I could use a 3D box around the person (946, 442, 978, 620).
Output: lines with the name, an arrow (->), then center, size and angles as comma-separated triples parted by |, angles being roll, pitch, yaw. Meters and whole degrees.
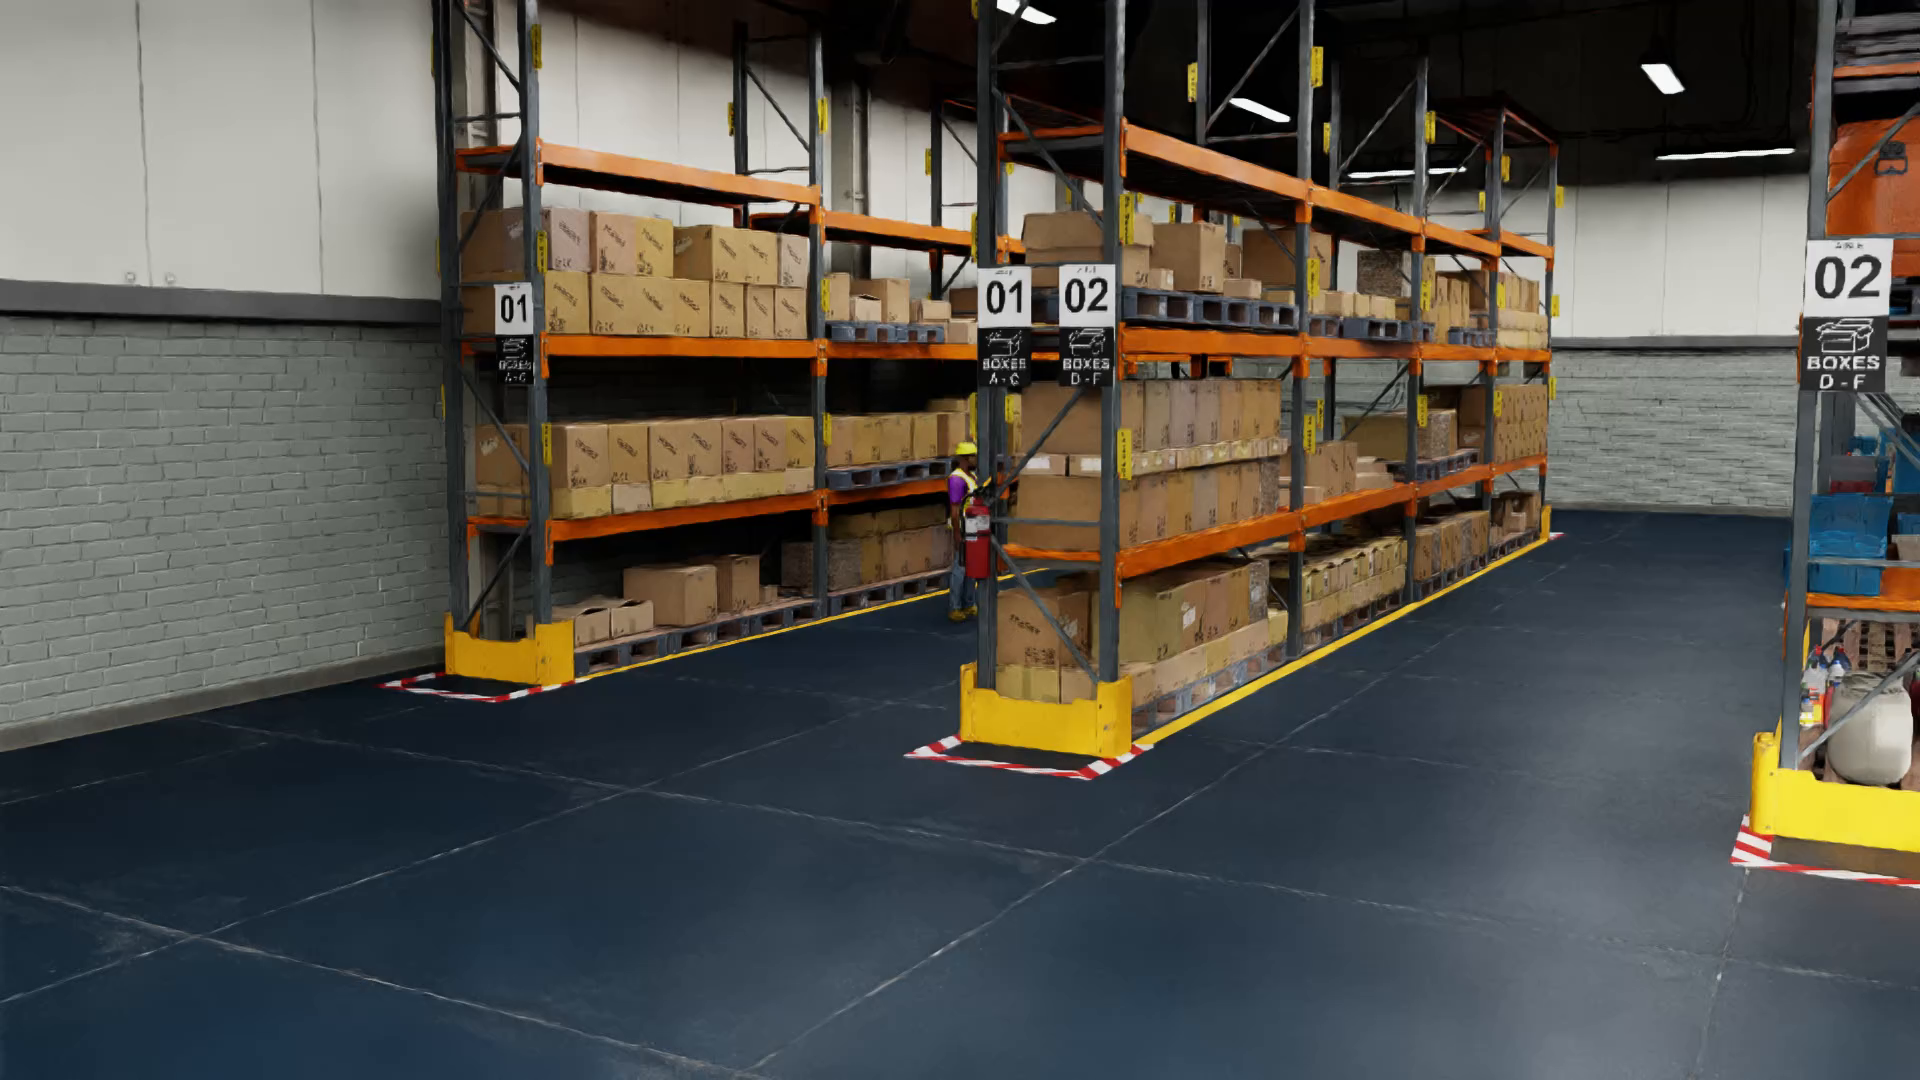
person -> 0.081, -0.104, 16.753 | 0.386, 1.774, 0.646 | 2, 6, 22
